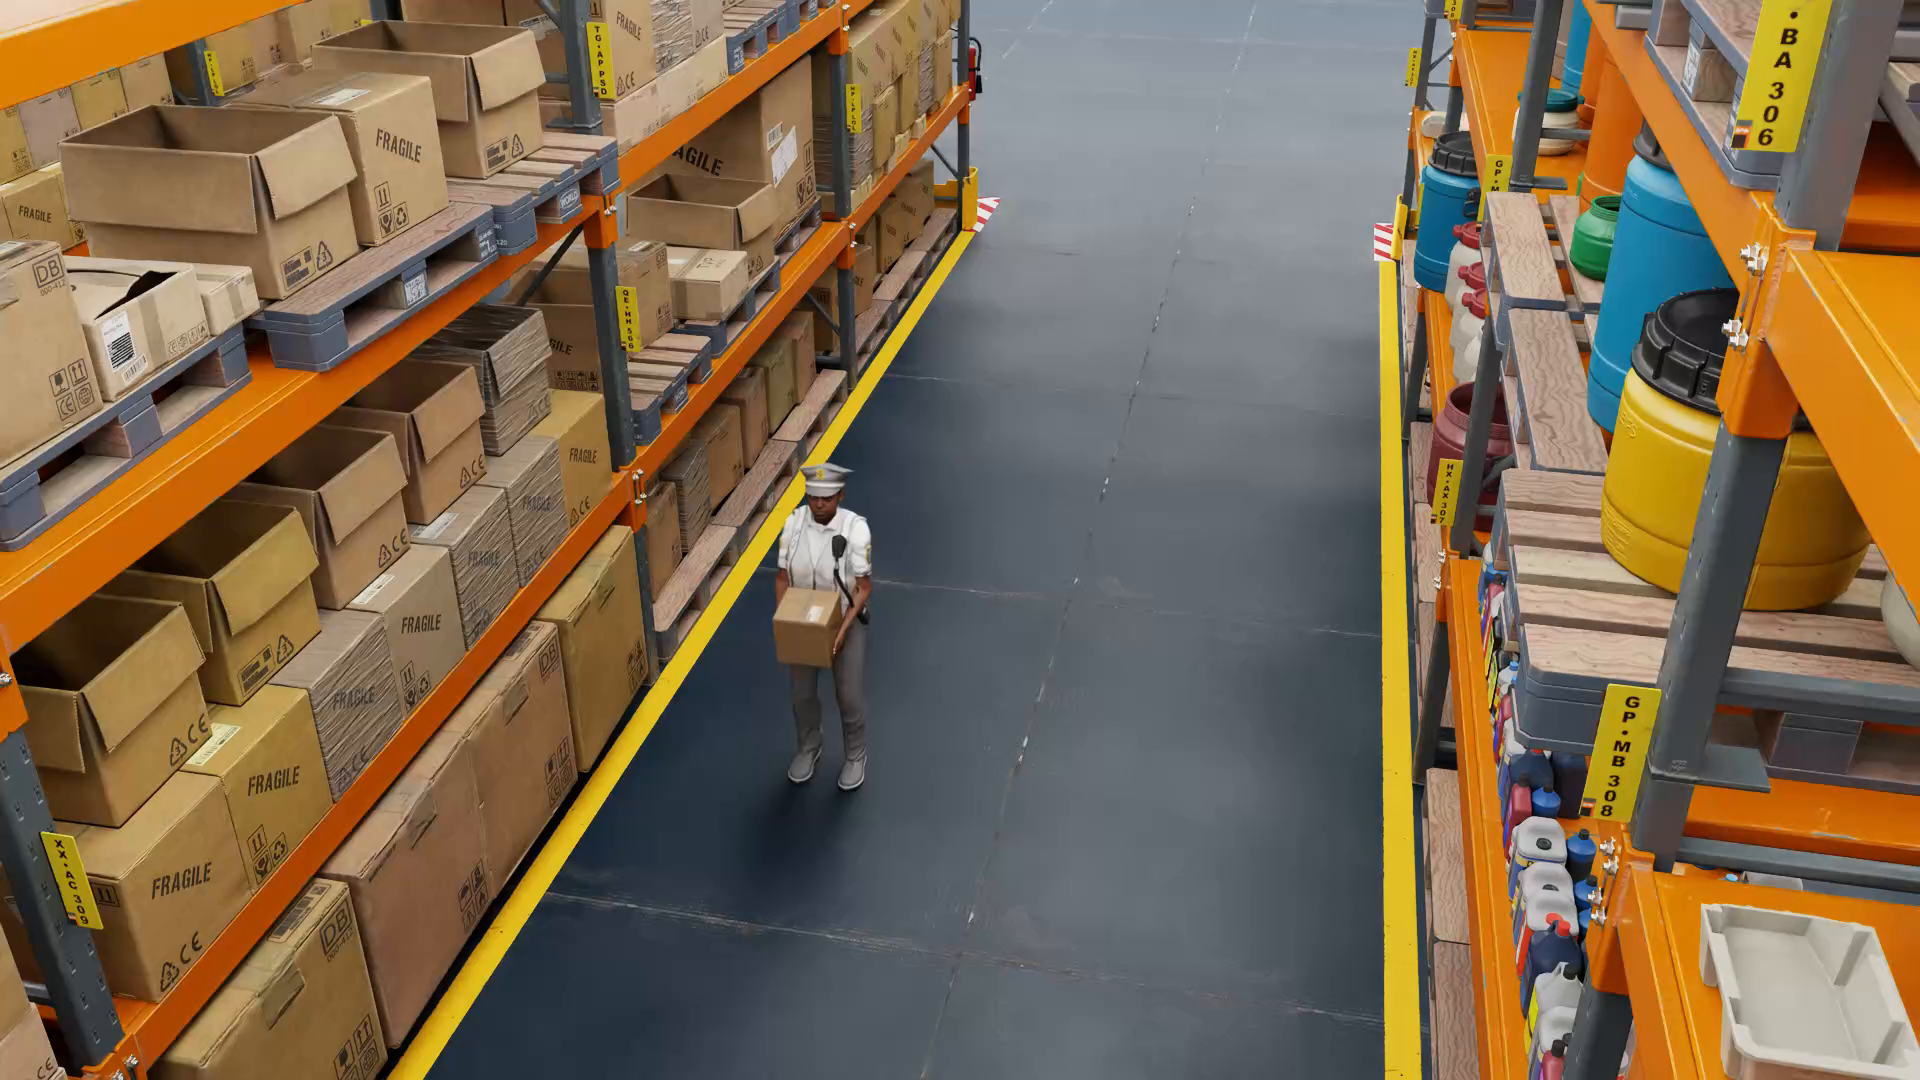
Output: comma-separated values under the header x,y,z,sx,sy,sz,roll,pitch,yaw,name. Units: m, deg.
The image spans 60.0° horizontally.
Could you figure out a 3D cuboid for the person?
x,y,z,sx,sy,sz,roll,pitch,yaw,name
-0.649,0.429,7.807,0.464,1.688,0.508,6,29,10,person
